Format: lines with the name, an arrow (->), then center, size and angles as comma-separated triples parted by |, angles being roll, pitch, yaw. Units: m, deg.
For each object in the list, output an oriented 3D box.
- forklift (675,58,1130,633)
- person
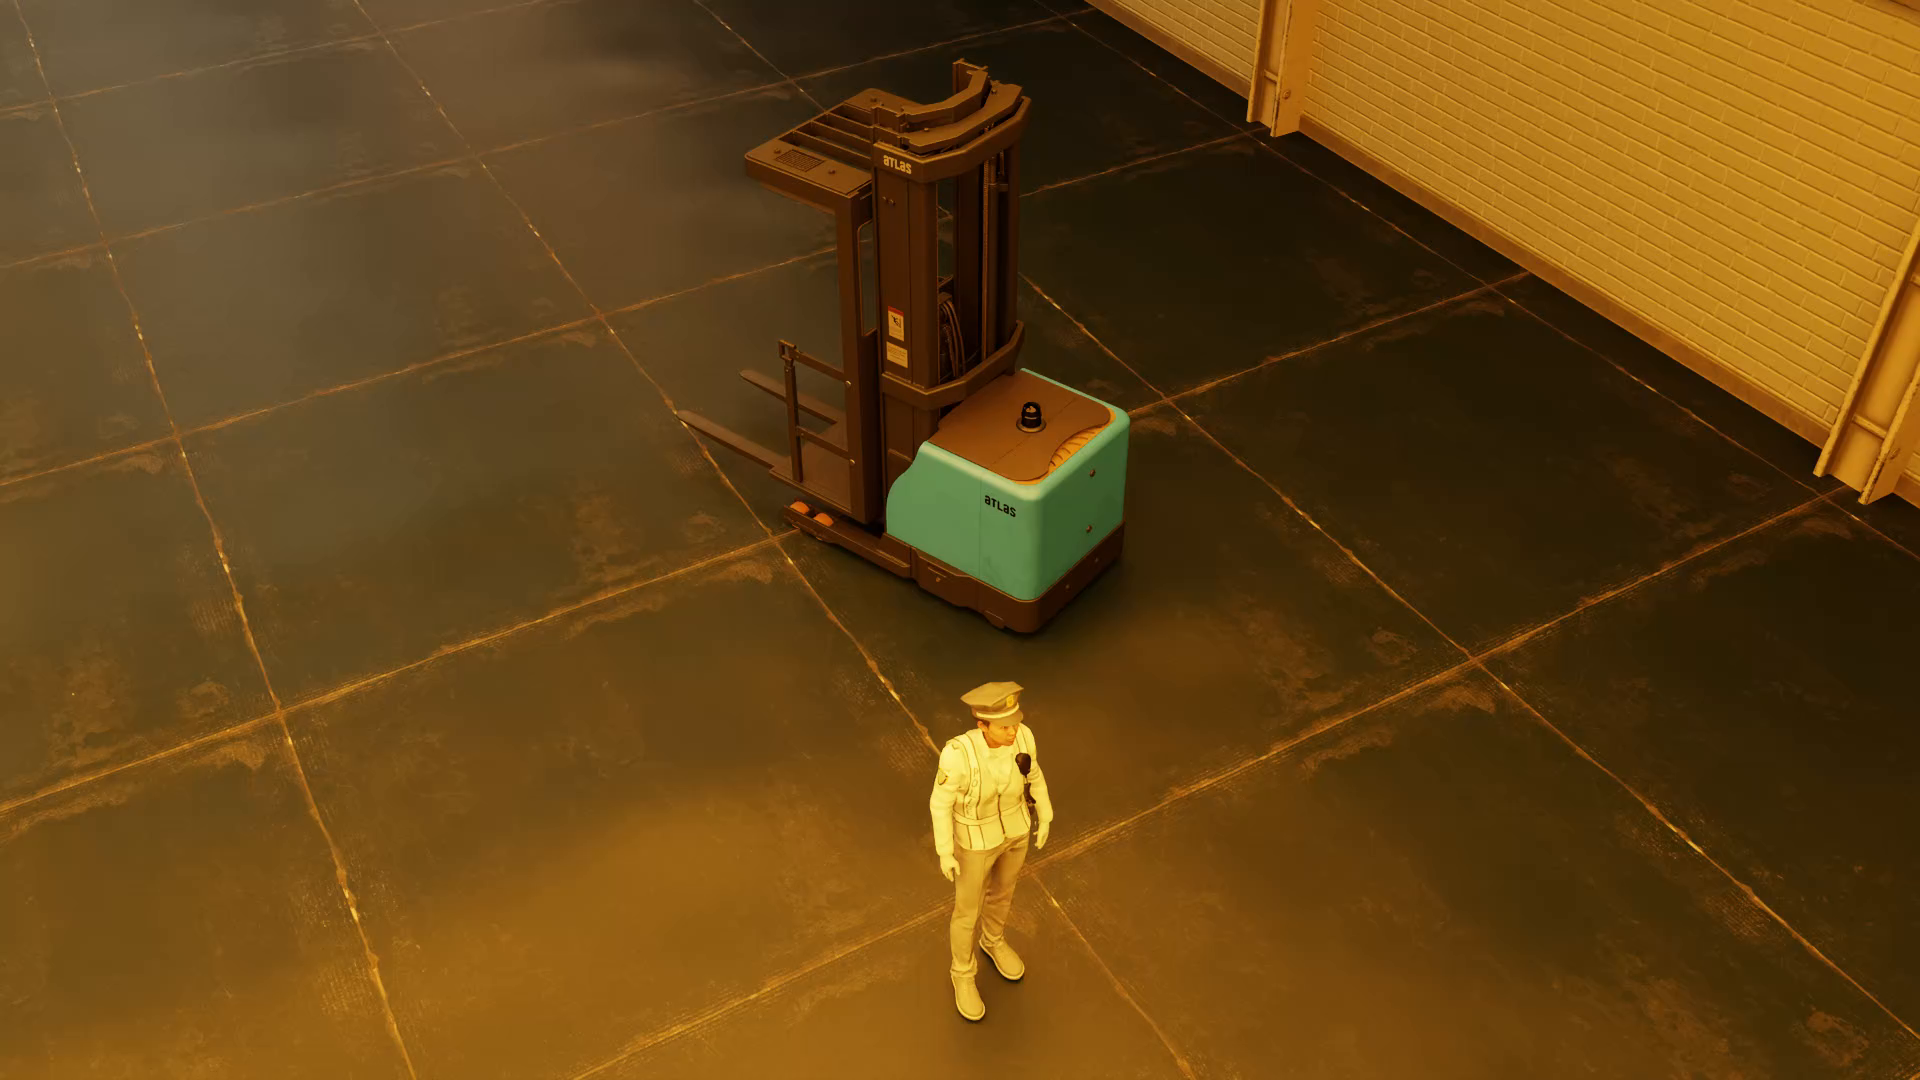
forklift -> -0.481, -1.366, 9.683 | 3.031, 2.935, 1.130 | 26, 46, 28
person -> 0.172, 1.343, 7.374 | 0.587, 1.694, 0.530 | -19, 43, -21
